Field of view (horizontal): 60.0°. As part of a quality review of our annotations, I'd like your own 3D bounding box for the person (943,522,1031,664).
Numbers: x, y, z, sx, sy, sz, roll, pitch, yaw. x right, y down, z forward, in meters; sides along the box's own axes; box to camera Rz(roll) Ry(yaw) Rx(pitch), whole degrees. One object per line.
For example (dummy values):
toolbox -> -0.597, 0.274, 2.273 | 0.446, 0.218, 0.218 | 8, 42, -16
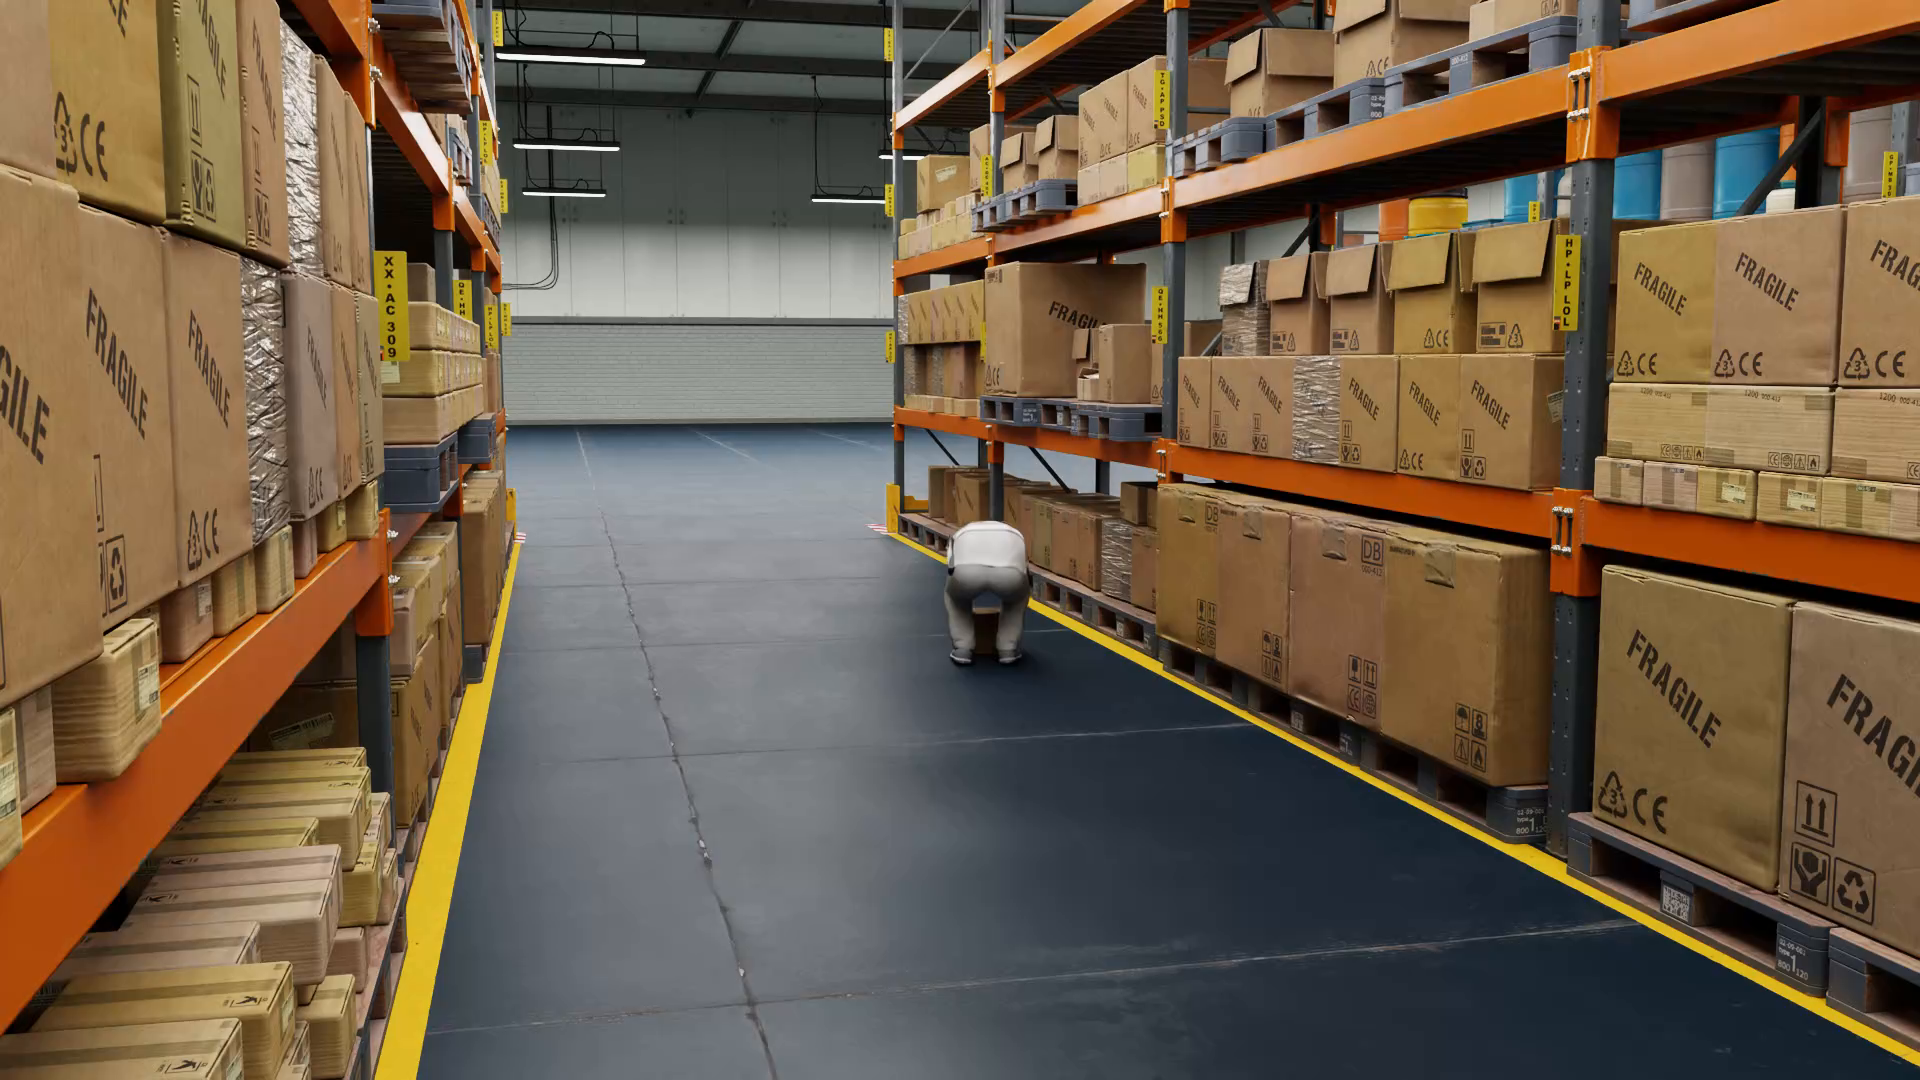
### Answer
person -> 0.163, 0.303, 10.006 | 0.528, 0.855, 1.030 | 0, 6, 3
